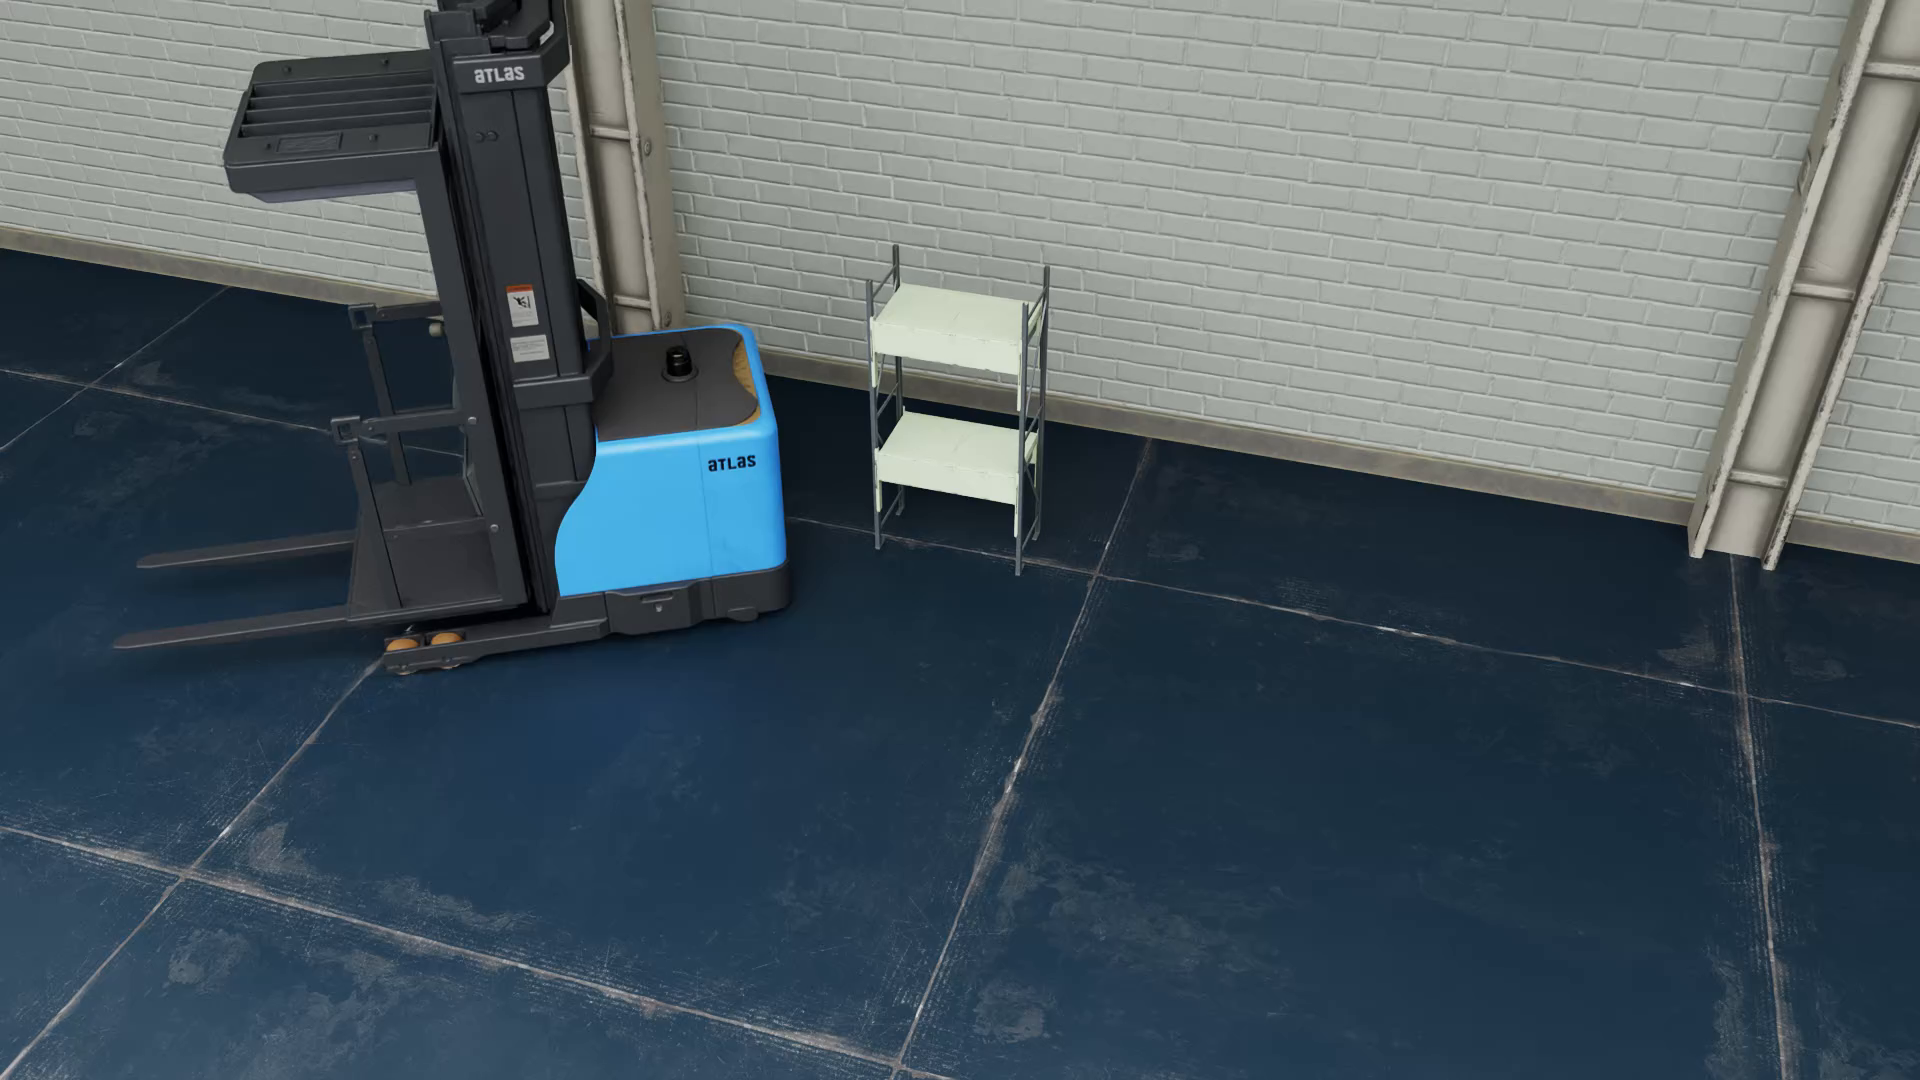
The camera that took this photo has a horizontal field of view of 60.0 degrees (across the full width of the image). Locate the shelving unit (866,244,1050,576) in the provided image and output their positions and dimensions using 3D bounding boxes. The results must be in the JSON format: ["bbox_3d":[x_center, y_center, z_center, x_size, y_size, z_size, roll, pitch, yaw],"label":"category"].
[{"bbox_3d":[-0.006,-0.605,7.992,0.755,1.500,0.431,10,38,14],"label":"shelving unit"}]

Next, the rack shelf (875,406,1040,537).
[{"bbox_3d":[-0.006,-0.343,8.185,0.720,0.370,0.431,10,38,14],"label":"rack shelf"}]

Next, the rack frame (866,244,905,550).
[{"bbox_3d":[-0.356,-0.670,8.080,0.023,1.500,0.400,10,38,14],"label":"rack frame"}]

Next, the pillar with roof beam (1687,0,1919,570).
[{"bbox_3d":[2.605,-1.159,2.418,0.400,9.000,9.100,10,38,14],"label":"pillar with roof beam"}]

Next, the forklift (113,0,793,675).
[{"bbox_3d":[-2.370,-0.910,7.198,3.031,2.935,1.130,-8,37,-10],"label":"forklift"}]

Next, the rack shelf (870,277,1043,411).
[{"bbox_3d":[-0.006,-0.920,7.761,0.720,0.370,0.431,10,38,14],"label":"rack shelf"}]

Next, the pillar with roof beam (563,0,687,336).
[{"bbox_3d":[-3.122,-2.219,3.859,0.400,9.000,9.100,10,38,14],"label":"pillar with roof beam"}]

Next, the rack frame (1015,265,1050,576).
[{"bbox_3d":[0.343,-0.541,7.904,0.023,1.500,0.400,10,38,14],"label":"rack frame"}]
